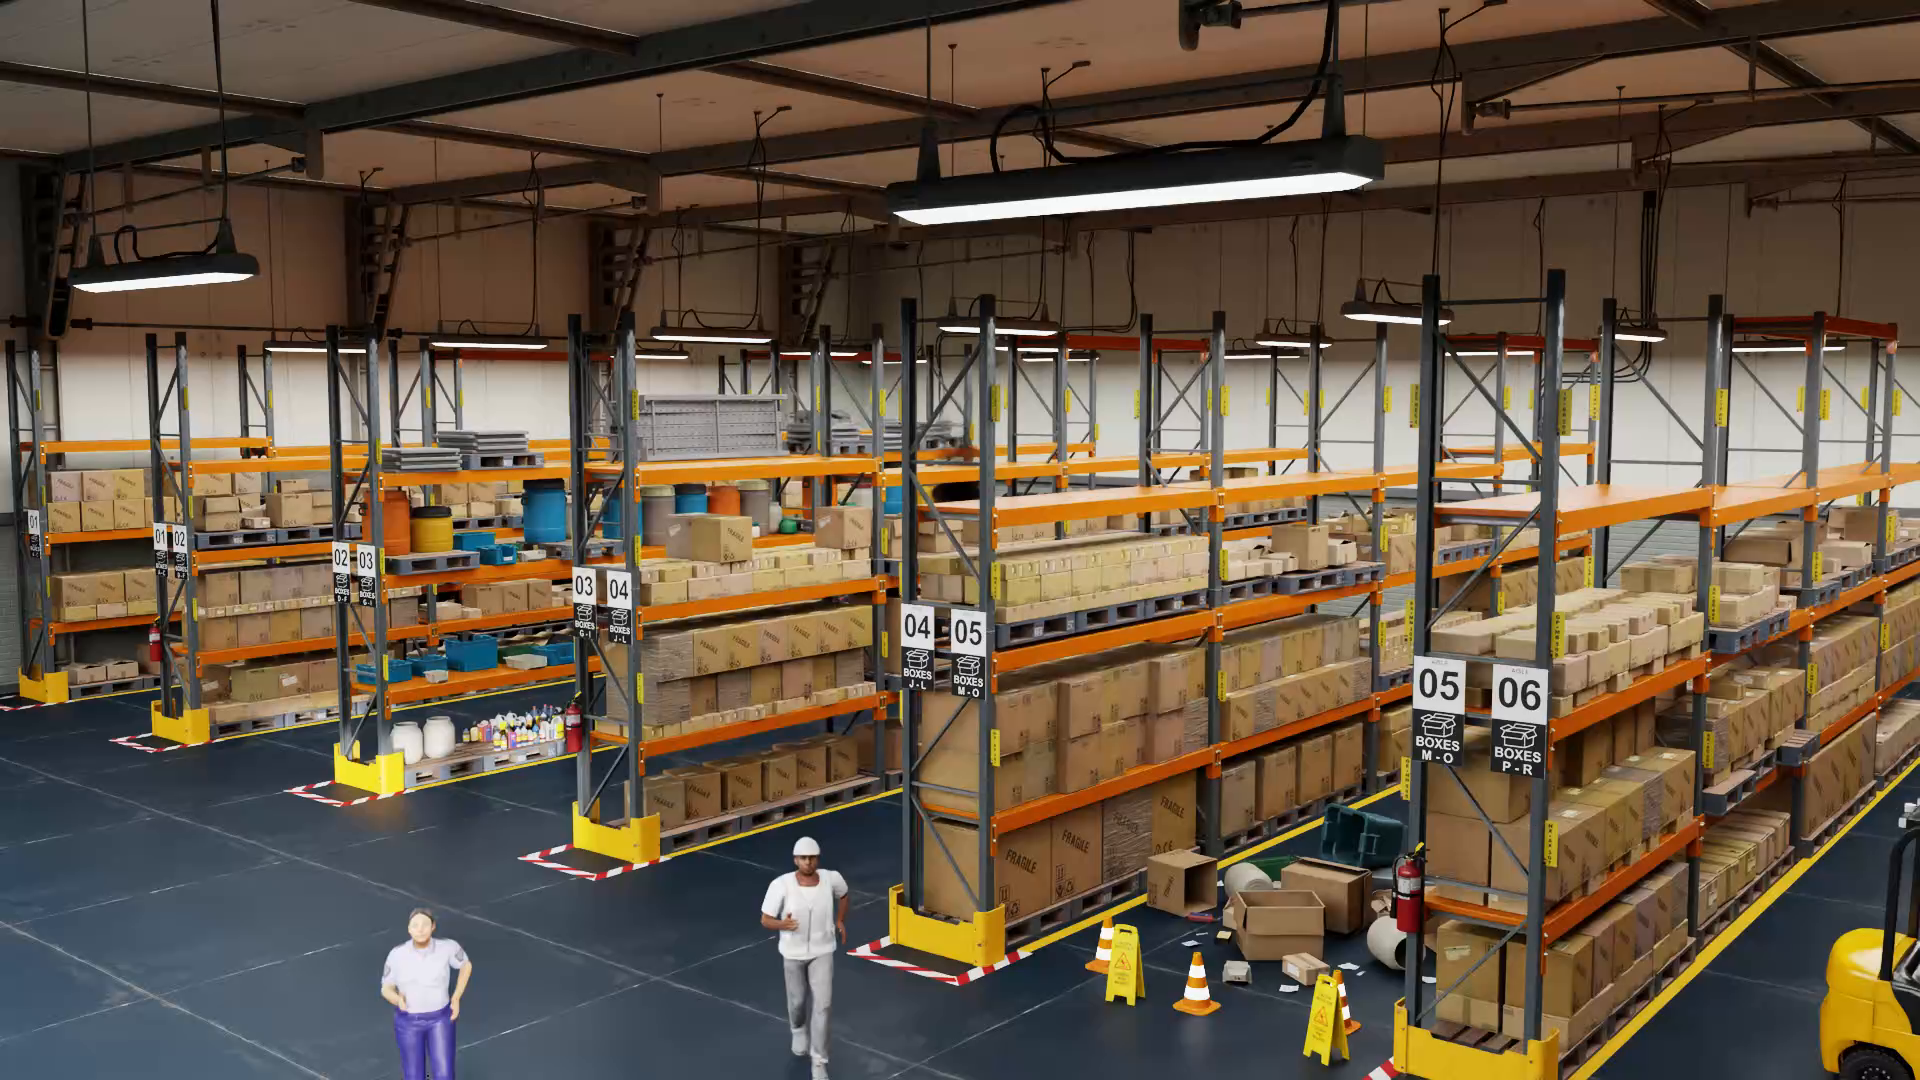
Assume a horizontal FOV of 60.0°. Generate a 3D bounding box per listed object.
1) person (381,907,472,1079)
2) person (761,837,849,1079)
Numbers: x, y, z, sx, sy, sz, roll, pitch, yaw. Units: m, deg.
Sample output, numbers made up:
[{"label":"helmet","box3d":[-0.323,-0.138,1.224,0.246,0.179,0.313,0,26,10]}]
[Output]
[{"label":"person","box3d":[-3.649,3.343,11.376,0.588,1.625,0.603,-1,5,-14]},{"label":"person","box3d":[-1.153,3.127,12.541,0.688,1.783,0.887,-1,5,-9]}]
